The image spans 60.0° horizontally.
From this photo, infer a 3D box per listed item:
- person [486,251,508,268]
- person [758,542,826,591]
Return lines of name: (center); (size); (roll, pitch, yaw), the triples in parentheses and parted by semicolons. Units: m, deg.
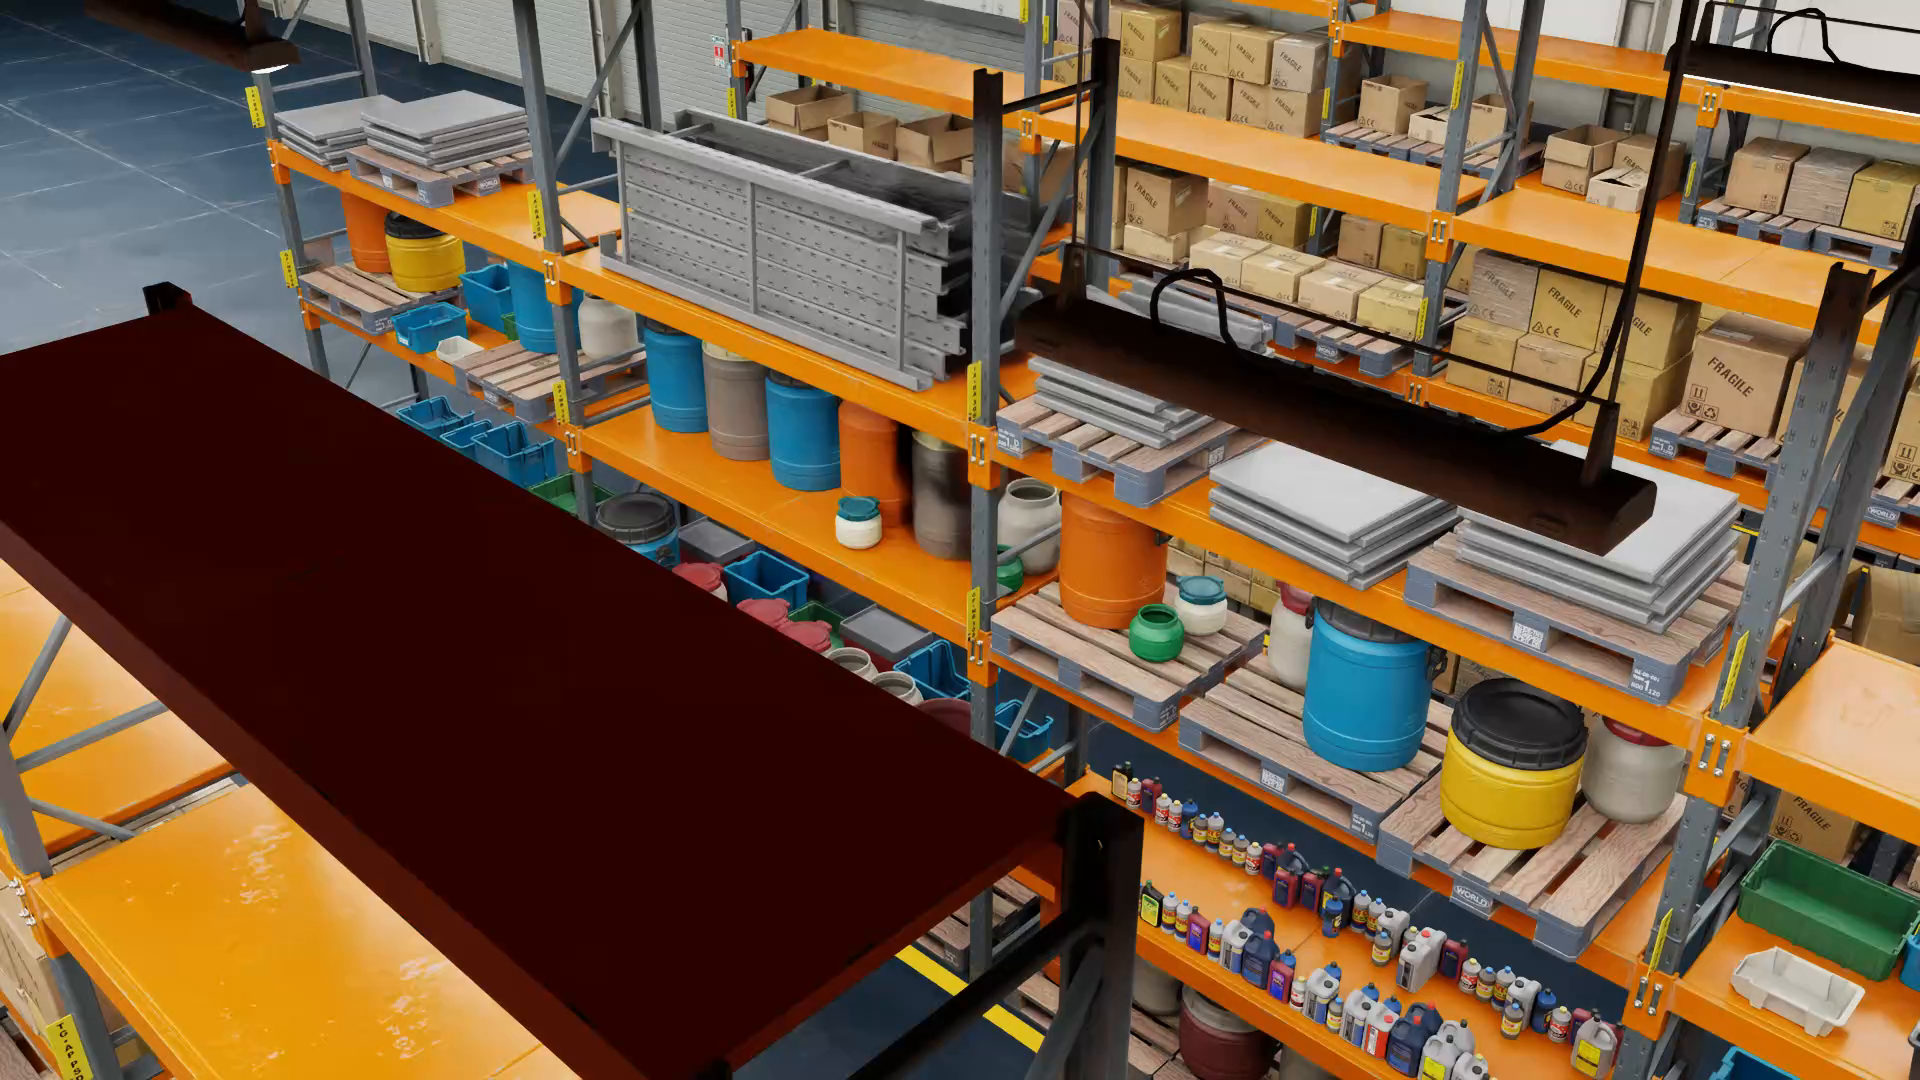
person: (-5.111, -2.488, 18.898); (0.771, 1.864, 0.625); (-10, 31, -17)
person: (-1.562, -0.240, 15.032); (0.711, 1.704, 0.613); (22, 36, 33)
